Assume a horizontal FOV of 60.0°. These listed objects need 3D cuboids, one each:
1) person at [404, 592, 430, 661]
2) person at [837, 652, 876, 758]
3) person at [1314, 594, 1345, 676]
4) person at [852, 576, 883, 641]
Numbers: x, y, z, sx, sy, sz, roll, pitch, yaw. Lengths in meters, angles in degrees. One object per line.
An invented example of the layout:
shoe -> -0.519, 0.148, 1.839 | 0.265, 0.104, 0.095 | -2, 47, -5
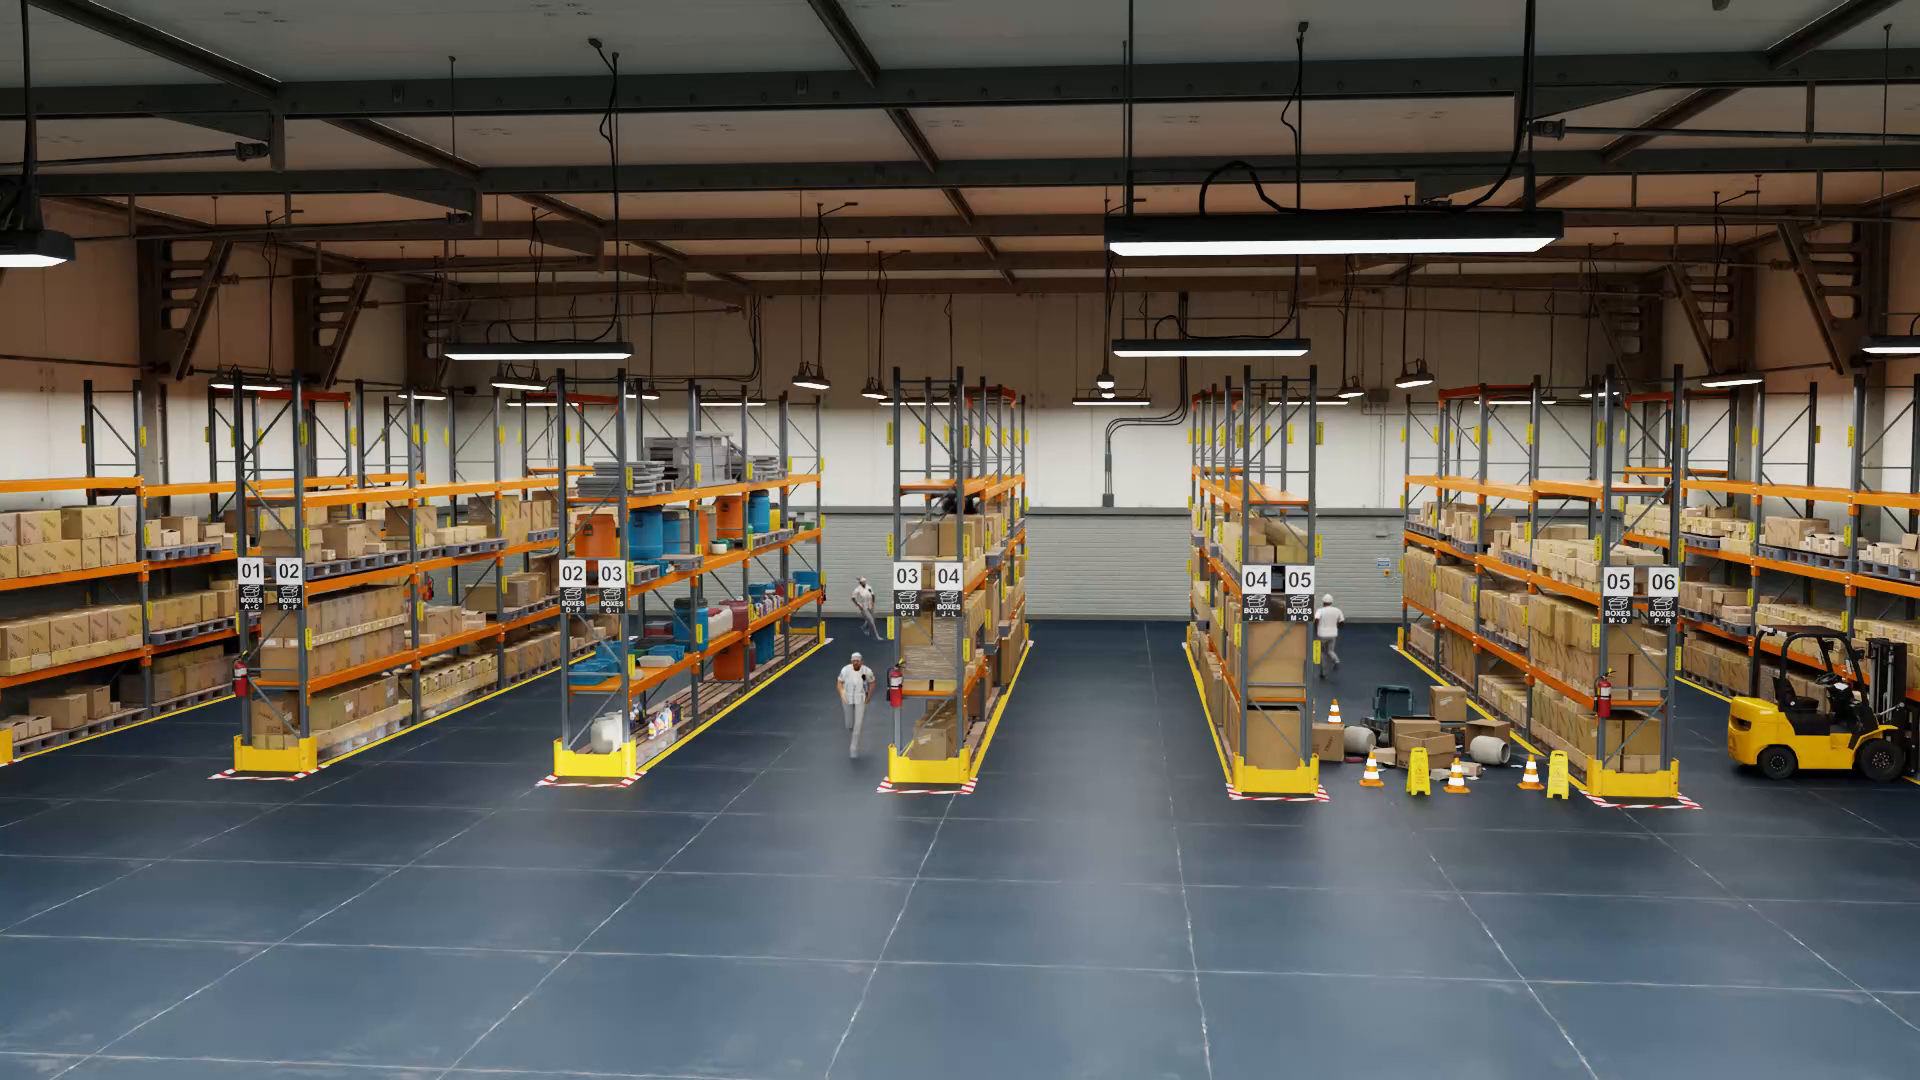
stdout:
person -> -11.678, 1.909, 35.714 | 0.661, 1.734, 0.642 | 0, 4, -7
person -> -1.634, 2.581, 26.322 | 0.606, 1.663, 0.919 | 0, 4, 5
person -> 7.635, 2.008, 34.505 | 0.708, 1.764, 0.825 | -1, 4, -9
person -> -2.342, 1.667, 40.821 | 0.652, 1.605, 0.787 | -3, 4, -36
